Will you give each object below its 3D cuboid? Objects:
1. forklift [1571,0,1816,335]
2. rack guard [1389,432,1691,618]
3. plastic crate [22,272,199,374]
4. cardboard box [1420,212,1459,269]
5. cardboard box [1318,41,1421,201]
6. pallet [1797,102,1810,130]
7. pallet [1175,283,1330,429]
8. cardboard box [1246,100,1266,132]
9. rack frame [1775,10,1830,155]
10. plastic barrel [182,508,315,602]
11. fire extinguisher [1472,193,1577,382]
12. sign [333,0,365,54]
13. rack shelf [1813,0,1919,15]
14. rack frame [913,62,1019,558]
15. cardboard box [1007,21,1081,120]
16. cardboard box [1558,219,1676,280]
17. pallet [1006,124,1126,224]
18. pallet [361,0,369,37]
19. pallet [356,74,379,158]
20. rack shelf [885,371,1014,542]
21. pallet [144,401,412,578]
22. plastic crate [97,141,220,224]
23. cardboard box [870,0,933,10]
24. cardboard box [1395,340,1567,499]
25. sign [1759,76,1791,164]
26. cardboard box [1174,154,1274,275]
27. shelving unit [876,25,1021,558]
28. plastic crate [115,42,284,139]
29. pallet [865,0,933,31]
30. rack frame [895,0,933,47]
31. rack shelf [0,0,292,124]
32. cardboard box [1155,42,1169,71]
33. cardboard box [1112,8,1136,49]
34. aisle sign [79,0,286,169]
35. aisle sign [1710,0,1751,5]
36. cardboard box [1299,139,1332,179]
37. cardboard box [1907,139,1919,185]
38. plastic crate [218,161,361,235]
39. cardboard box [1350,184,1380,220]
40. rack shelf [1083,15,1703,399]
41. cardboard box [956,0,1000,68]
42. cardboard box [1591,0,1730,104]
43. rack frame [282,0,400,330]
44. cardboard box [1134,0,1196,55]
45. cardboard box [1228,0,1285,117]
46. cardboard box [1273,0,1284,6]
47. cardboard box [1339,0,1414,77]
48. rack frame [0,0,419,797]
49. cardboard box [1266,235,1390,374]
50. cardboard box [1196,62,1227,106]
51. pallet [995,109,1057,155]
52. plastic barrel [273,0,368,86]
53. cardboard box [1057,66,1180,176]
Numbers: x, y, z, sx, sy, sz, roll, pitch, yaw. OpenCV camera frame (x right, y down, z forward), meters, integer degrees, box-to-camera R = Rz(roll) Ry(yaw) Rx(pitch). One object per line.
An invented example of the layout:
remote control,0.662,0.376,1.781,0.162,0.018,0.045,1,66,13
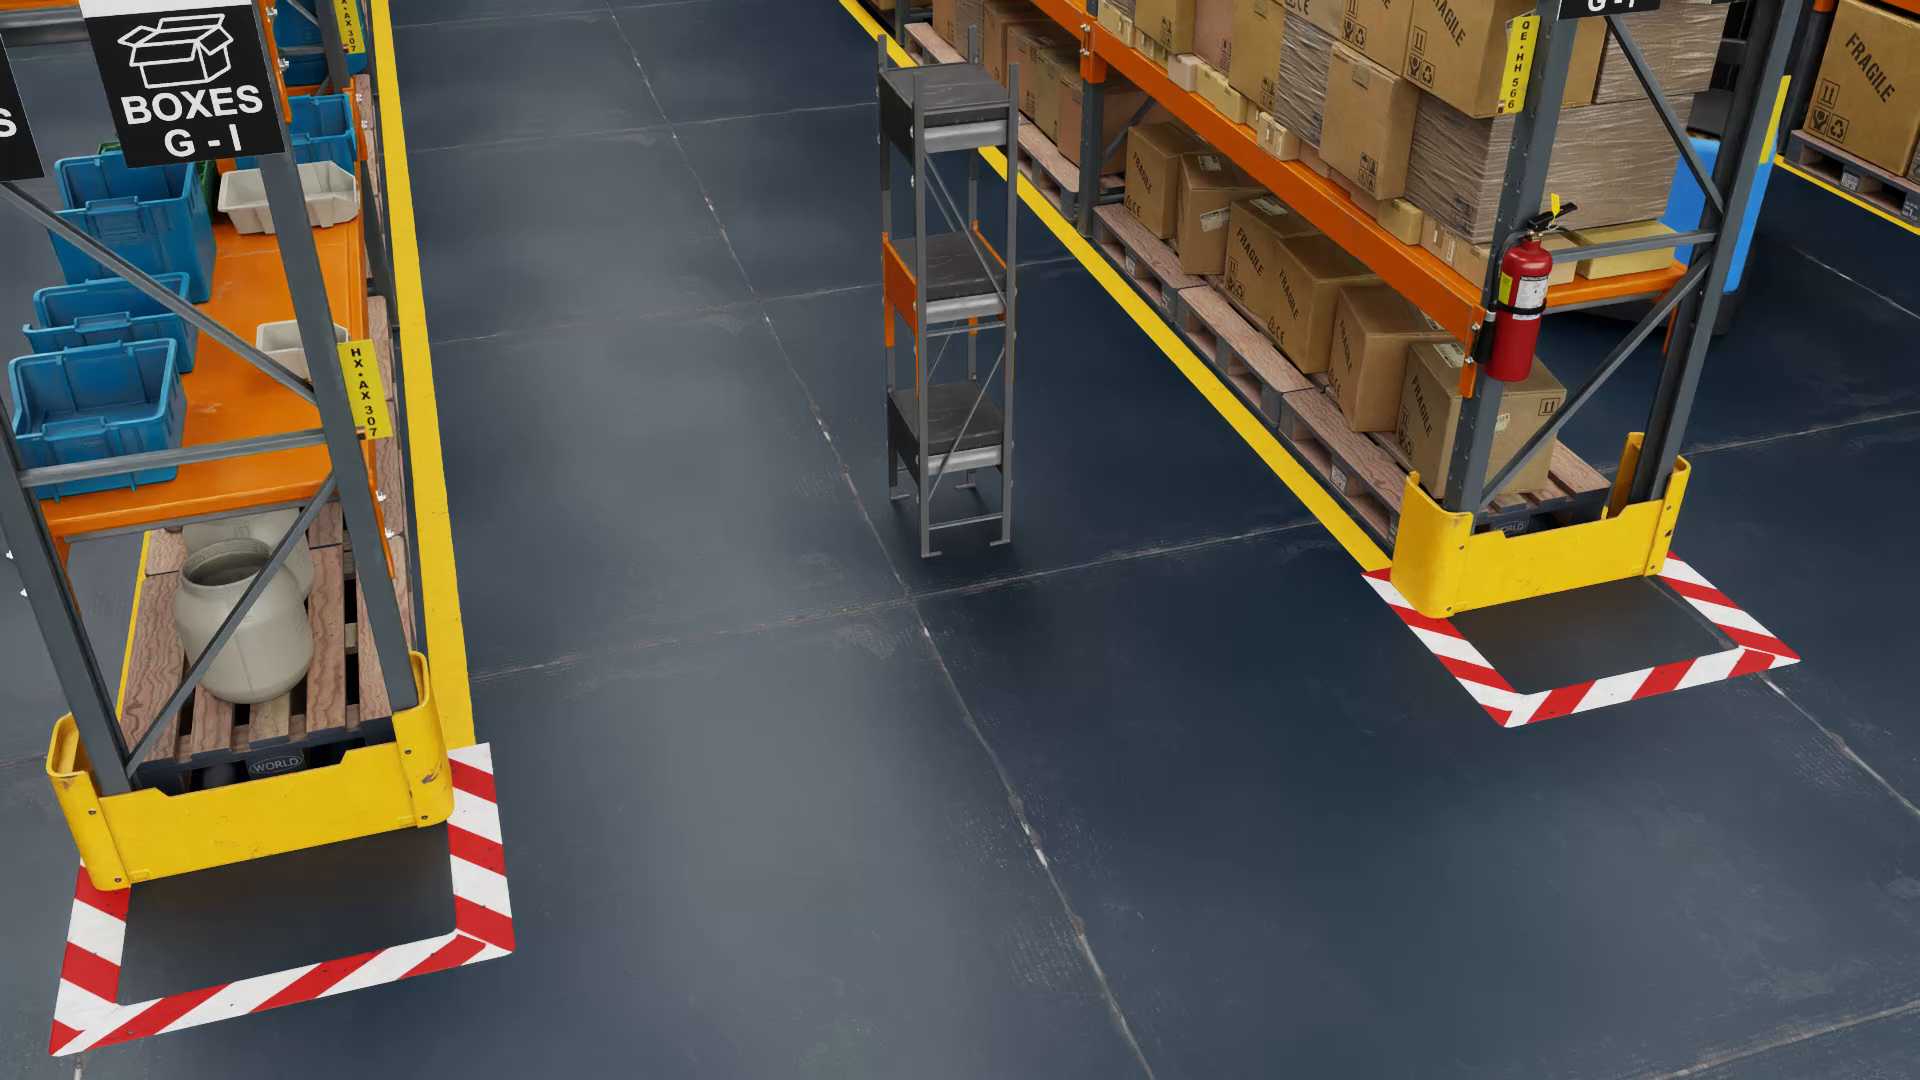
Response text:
forklift,4.181,-3.100,9.282,1.130,2.935,3.031,14,36,20
rack guard,2.398,-0.069,6.900,1.175,0.500,0.348,-10,35,-15
plastic crate,-2.926,-0.731,5.770,0.499,0.251,0.408,-10,35,-15
cardboard box,2.062,-1.213,6.593,0.380,0.149,0.250,-10,35,-15
cardboard box,2.013,-1.773,6.852,0.875,0.500,0.500,-10,35,-15
pallet,5.648,-3.182,11.874,1.003,0.211,1.213,-10,35,-15
pallet,1.815,-1.020,8.602,1.003,0.211,1.213,-10,35,-15
cardboard box,1.570,-1.995,7.776,0.380,0.149,0.250,-10,35,-15
rack frame,5.955,-3.953,10.511,1.000,3.000,0.127,-10,35,-15
plastic barrel,-2.722,0.028,6.362,0.421,0.512,0.421,0,33,0
fire extinguisher,2.017,-0.902,5.964,0.296,0.674,0.183,-10,35,-15
sign,-2.989,-2.541,8.124,0.100,0.325,0.005,-10,35,-15
rack shelf,6.565,-2.603,9.120,1.077,0.370,4.000,-10,35,-15
rack frame,0.024,-0.835,6.609,0.400,2.100,0.015,-10,35,-15
cardboard box,0.736,-3.186,11.218,0.700,0.500,0.500,-13,36,-19
cardboard box,2.561,-1.157,6.507,0.380,0.149,0.250,-10,35,-15
pallet,0.962,-2.417,10.716,1.003,0.211,1.213,-10,35,-15
pallet,-5.385,-4.322,13.599,1.003,0.211,1.213,-10,35,-15
pallet,-4.537,-2.862,11.390,1.003,0.211,1.213,-10,35,-15
rack shelf,-0.050,-0.368,7.196,0.431,0.518,0.480,-10,35,-15
pallet,-2.975,-0.174,7.322,1.003,0.211,1.213,-10,35,-15
plastic crate,-3.371,-1.490,6.977,0.450,0.188,0.662,-10,35,-15
cardboard box,-0.210,-4.926,13.531,1.225,0.875,0.875,-12,35,-17
cardboard box,2.247,-0.535,7.225,0.500,0.500,0.500,-4,34,-6
sign,2.938,-1.524,6.051,0.100,0.325,0.005,-10,35,-15
cardboard box,1.467,-1.788,9.121,0.500,0.500,0.500,0,33,1
shelving unit,-0.050,-0.963,6.803,0.431,2.100,0.503,-10,35,-15
plastic crate,-3.477,-2.017,7.637,0.767,0.338,0.504,-10,35,-15
pallet,-0.188,-4.535,13.922,1.003,0.211,1.213,-10,35,-15
rack frame,-0.019,-5.272,12.507,1.000,3.000,0.127,-10,35,-15
rack shelf,-2.906,-2.240,5.851,1.077,0.370,4.000,-10,35,-15
cardboard box,1.232,-2.514,8.561,0.380,0.149,0.250,-10,35,-15
cardboard box,1.044,-2.770,8.949,0.380,0.149,0.250,-10,35,-15
aisle sign,-1.995,-1.335,4.191,0.394,0.787,0.004,-10,35,-15
aisle sign,2.726,-2.174,5.461,0.394,0.787,0.004,-10,35,-15
cardboard box,1.741,-1.735,7.383,0.380,0.149,0.250,-10,35,-15
cardboard box,6.359,-2.427,9.748,0.875,0.875,0.875,-10,35,-14
plastic crate,-2.779,-1.419,6.916,0.530,0.136,0.437,-10,35,-15
cardboard box,1.875,-1.470,6.981,0.380,0.149,0.250,-10,35,-15
rack shelf,1.811,-1.822,7.938,1.077,0.370,4.000,-10,35,-15
cardboard box,0.386,-3.775,12.110,0.700,0.500,0.500,-13,36,-19
cardboard box,2.513,-1.989,6.272,0.500,0.500,0.500,-10,35,-15
rack frame,-3.516,-2.339,8.069,1.000,3.000,0.127,-10,35,-15
cardboard box,1.398,-2.822,8.440,0.875,0.500,0.500,-10,35,-15
cardboard box,1.760,-2.307,7.661,0.875,0.500,0.500,-10,35,-15
cardboard box,1.565,-2.690,7.333,0.500,0.500,0.500,-10,35,-15
cardboard box,1.860,-2.163,6.536,0.500,0.500,0.500,-10,35,-15
rack frame,-2.296,-0.239,4.890,1.000,3.000,0.127,-10,35,-15
cardboard box,1.859,-1.175,8.193,0.500,0.500,0.500,-7,34,-10
cardboard box,1.385,-2.251,8.164,0.380,0.149,0.250,-10,35,-15
pallet,0.586,-3.059,11.687,1.003,0.211,1.213,-10,35,-15
plastic barrel,-3.345,-2.802,8.315,0.600,0.901,0.708,-10,35,-15
cardboard box,1.034,-2.638,10.390,0.700,0.500,0.500,-13,36,-18
